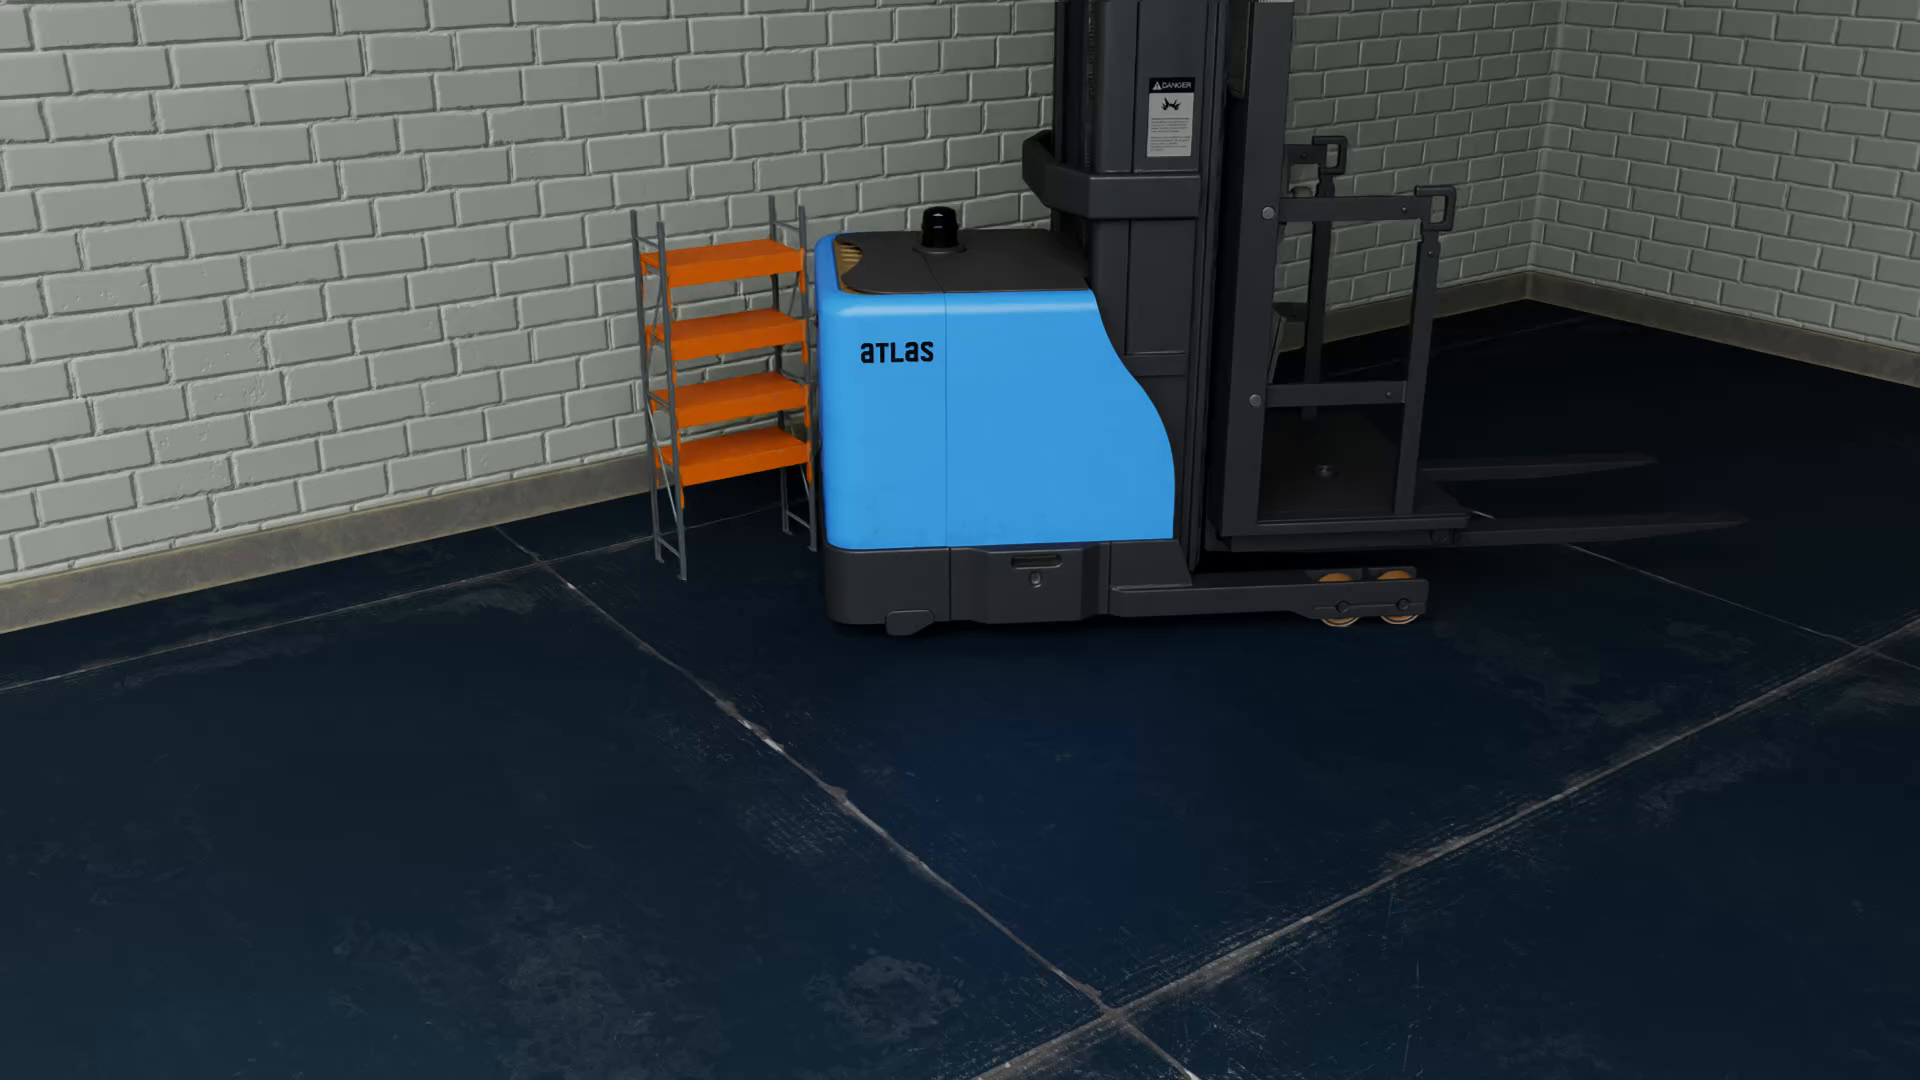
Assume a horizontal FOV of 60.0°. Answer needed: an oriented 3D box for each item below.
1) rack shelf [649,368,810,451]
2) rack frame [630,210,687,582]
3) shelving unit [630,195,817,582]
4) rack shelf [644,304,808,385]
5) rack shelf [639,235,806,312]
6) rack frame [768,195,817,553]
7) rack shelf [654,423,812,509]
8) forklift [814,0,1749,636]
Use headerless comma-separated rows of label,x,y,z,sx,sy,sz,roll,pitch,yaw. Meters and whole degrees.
rack shelf,-0.774,-0.441,5.565,0.480,0.148,0.258,-13,25,-30
rack frame,-0.980,-0.456,5.419,0.015,1.200,0.240,-13,25,-30
shelving unit,-0.774,-0.504,5.540,0.503,1.200,0.258,-13,25,-30
rack shelf,-0.774,-0.649,5.482,0.480,0.148,0.258,-13,25,-30
rack shelf,-0.774,-0.869,5.395,0.480,0.148,0.258,-13,25,-30
rack frame,-0.568,-0.552,5.661,0.015,1.200,0.240,-13,25,-30
rack shelf,-0.774,-0.257,5.639,0.480,0.148,0.258,-13,25,-30
forklift,1.048,-1.282,5.153,3.031,2.935,1.130,-2,22,-5
